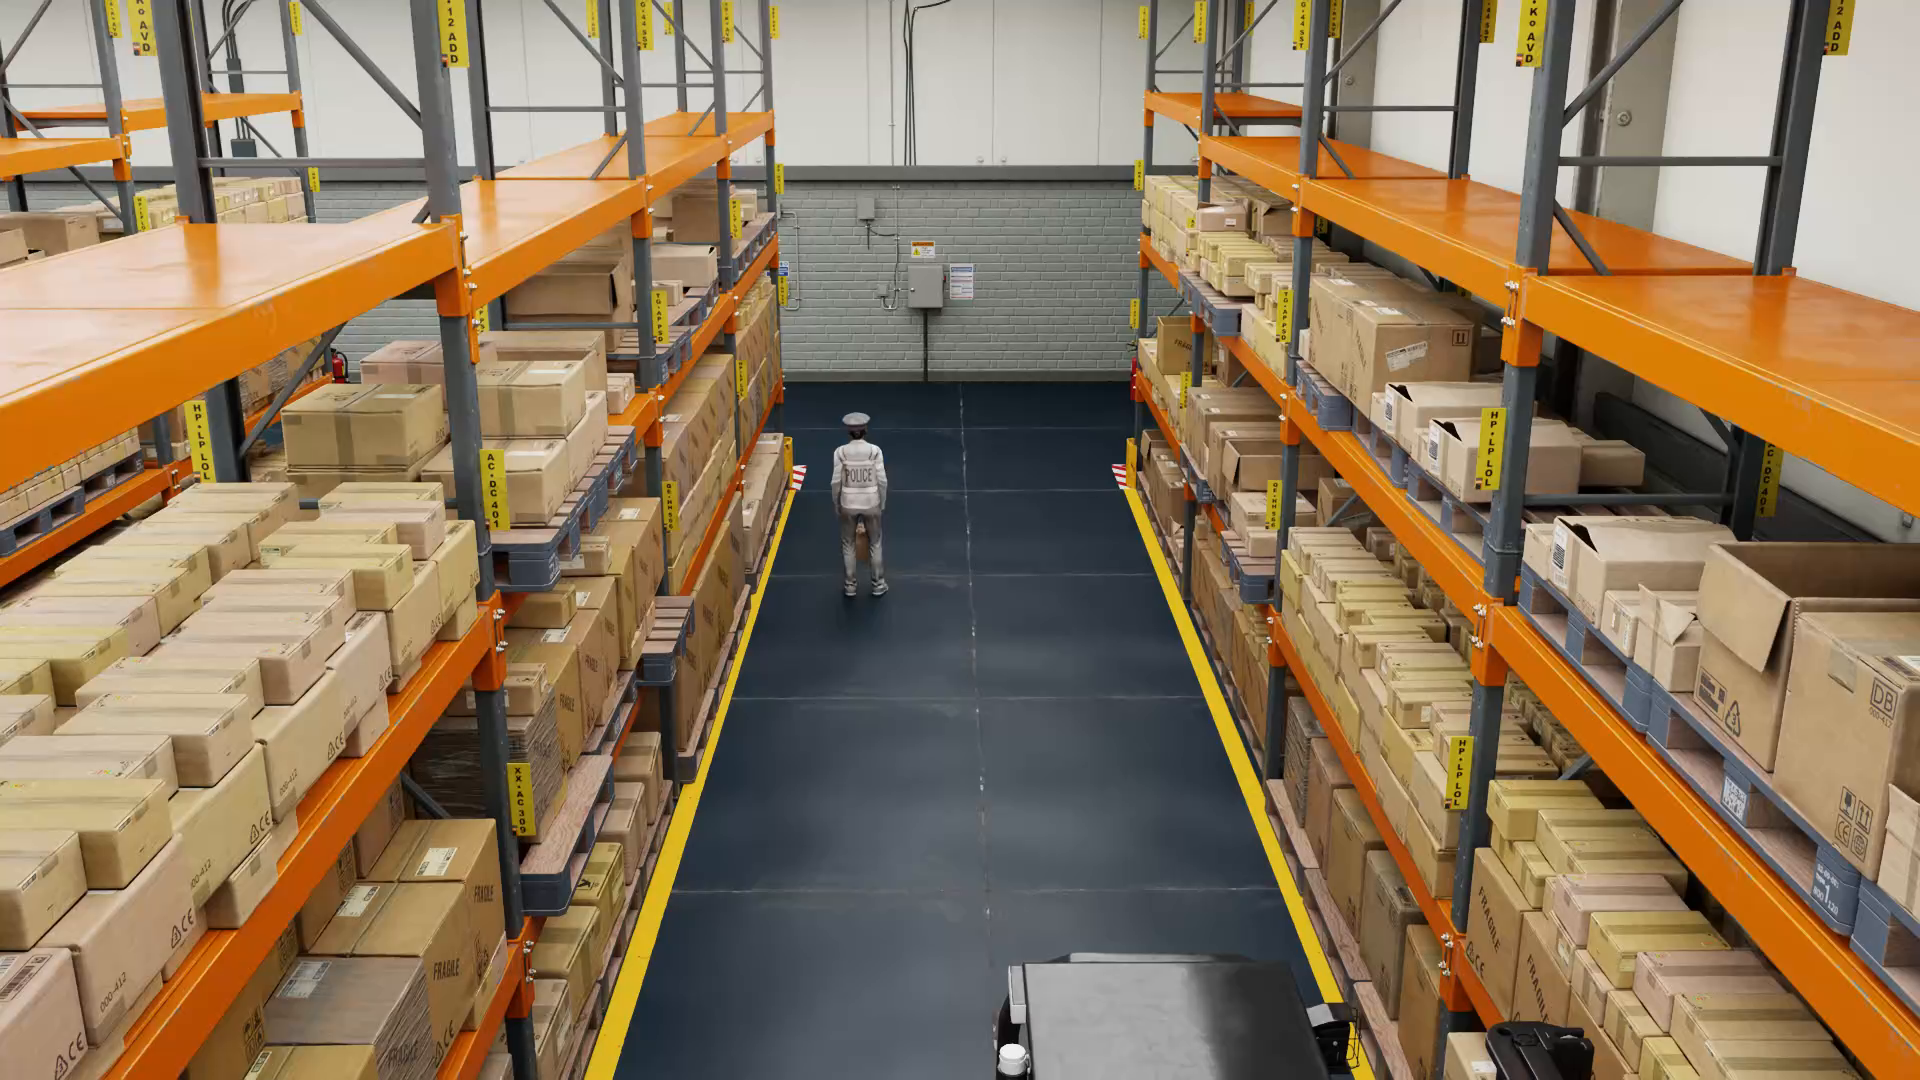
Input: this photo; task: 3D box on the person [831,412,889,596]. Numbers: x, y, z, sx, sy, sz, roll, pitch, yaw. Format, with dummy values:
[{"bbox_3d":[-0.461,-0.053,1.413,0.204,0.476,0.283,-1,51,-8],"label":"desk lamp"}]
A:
[{"bbox_3d":[-0.907,-0.303,15.010,0.510,1.667,0.358,-1,17,-3],"label":"person"}]
